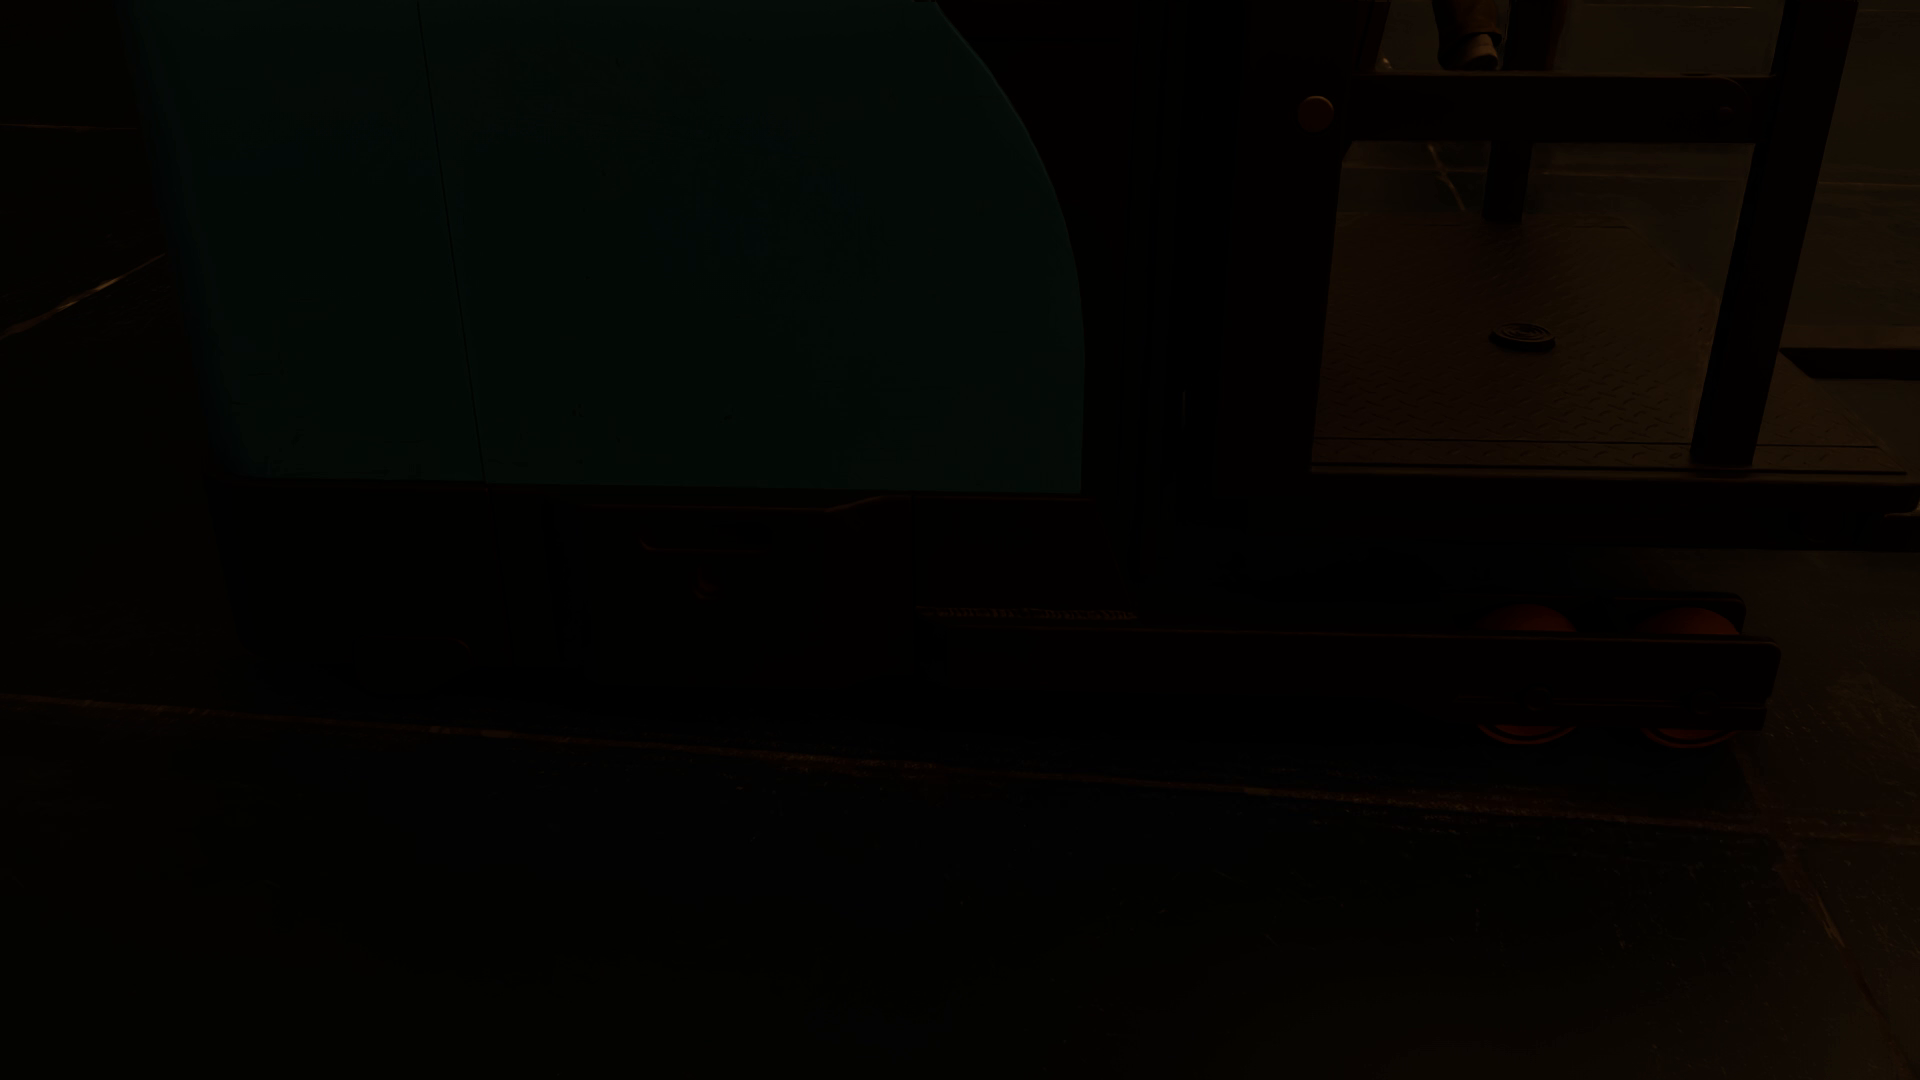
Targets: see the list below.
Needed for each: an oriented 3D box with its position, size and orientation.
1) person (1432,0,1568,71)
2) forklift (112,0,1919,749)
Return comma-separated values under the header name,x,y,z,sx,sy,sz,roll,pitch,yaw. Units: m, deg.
name,x,y,z,sx,sy,sz,roll,pitch,yaw
person,1.600,-2.018,4.578,0.826,1.760,0.598,4,27,7
forklift,0.612,-1.304,1.831,3.031,2.935,1.130,1,27,2
